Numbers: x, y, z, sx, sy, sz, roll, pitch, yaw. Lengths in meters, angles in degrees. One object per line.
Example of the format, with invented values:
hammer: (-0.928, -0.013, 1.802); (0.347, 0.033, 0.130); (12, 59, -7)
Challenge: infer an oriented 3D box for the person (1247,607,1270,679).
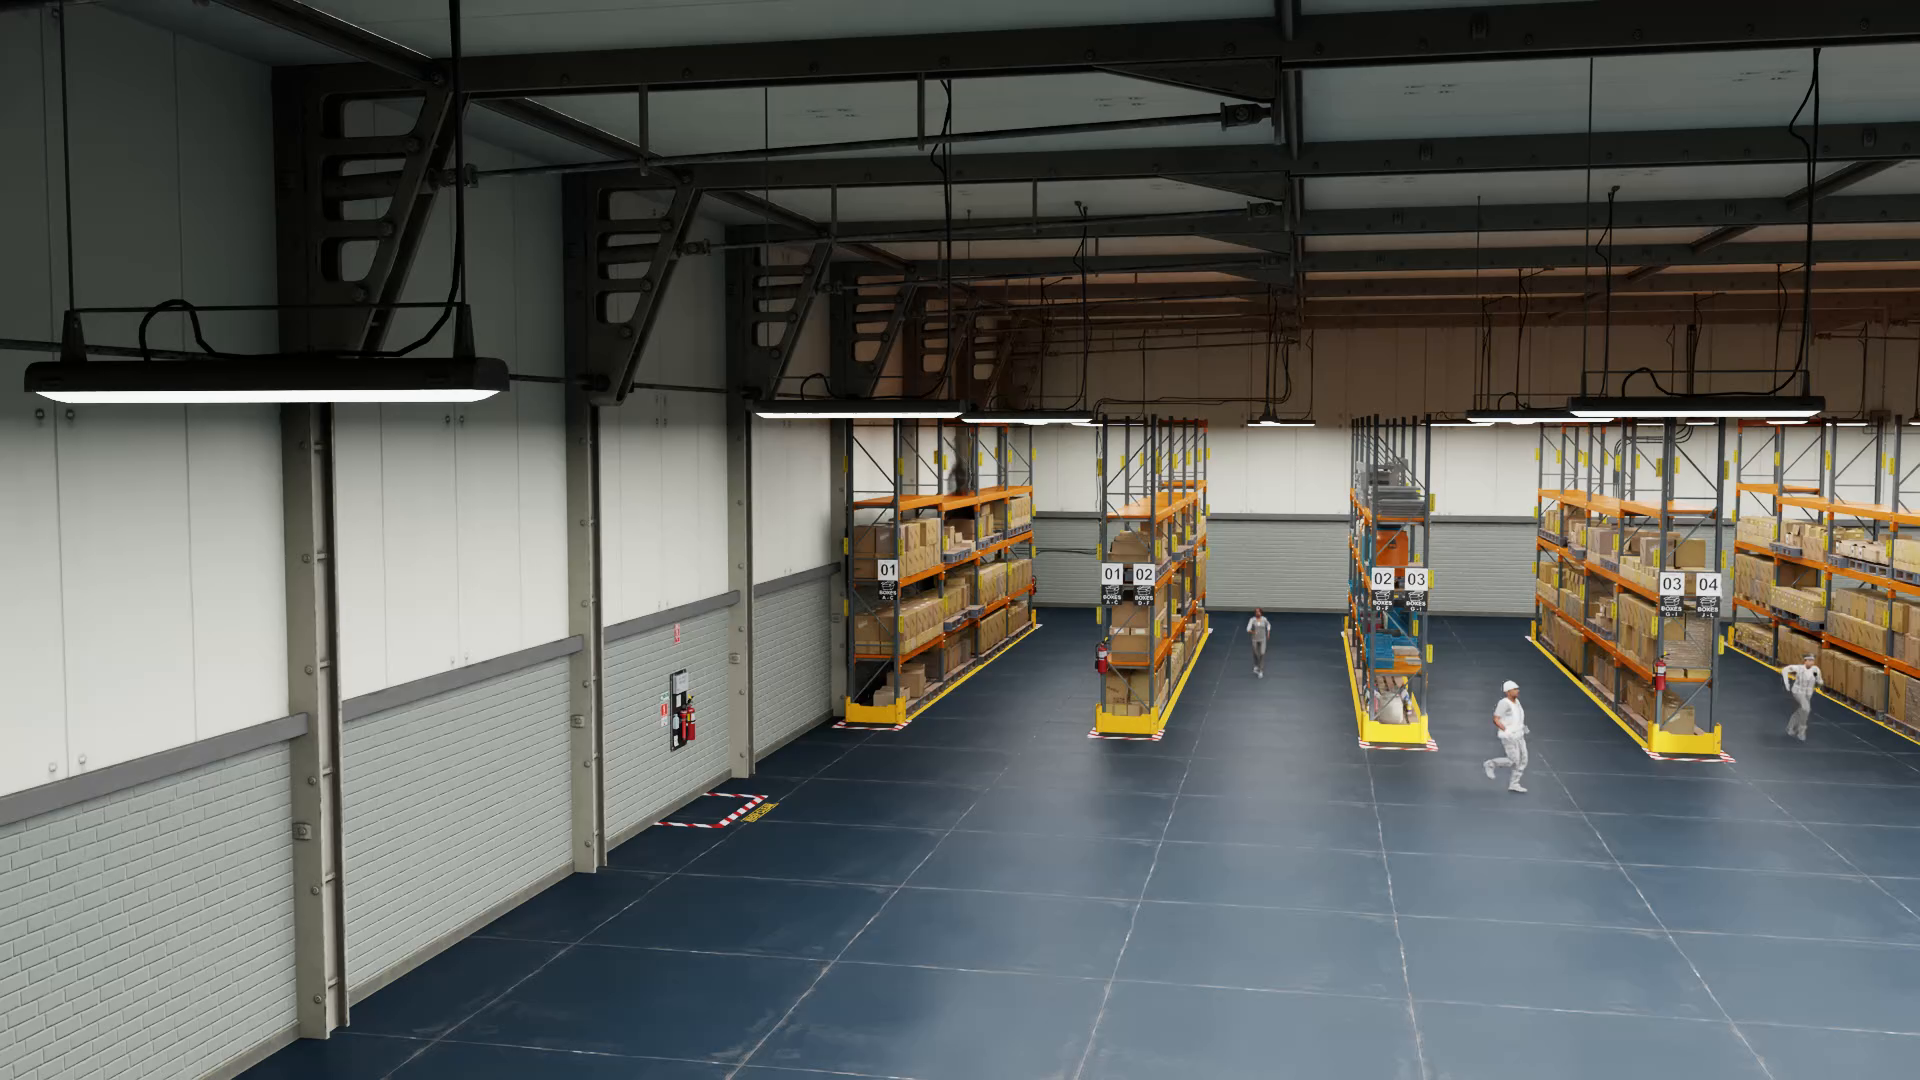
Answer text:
person: (6.902, 2.409, 38.465); (0.548, 1.535, 0.804); (1, 4, 10)

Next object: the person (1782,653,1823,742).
person: (15.485, 2.859, 30.583); (0.601, 1.646, 0.867); (0, 4, -7)

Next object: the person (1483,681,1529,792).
person: (8.711, 3.105, 26.411); (0.703, 1.744, 0.697); (3, 5, 42)
